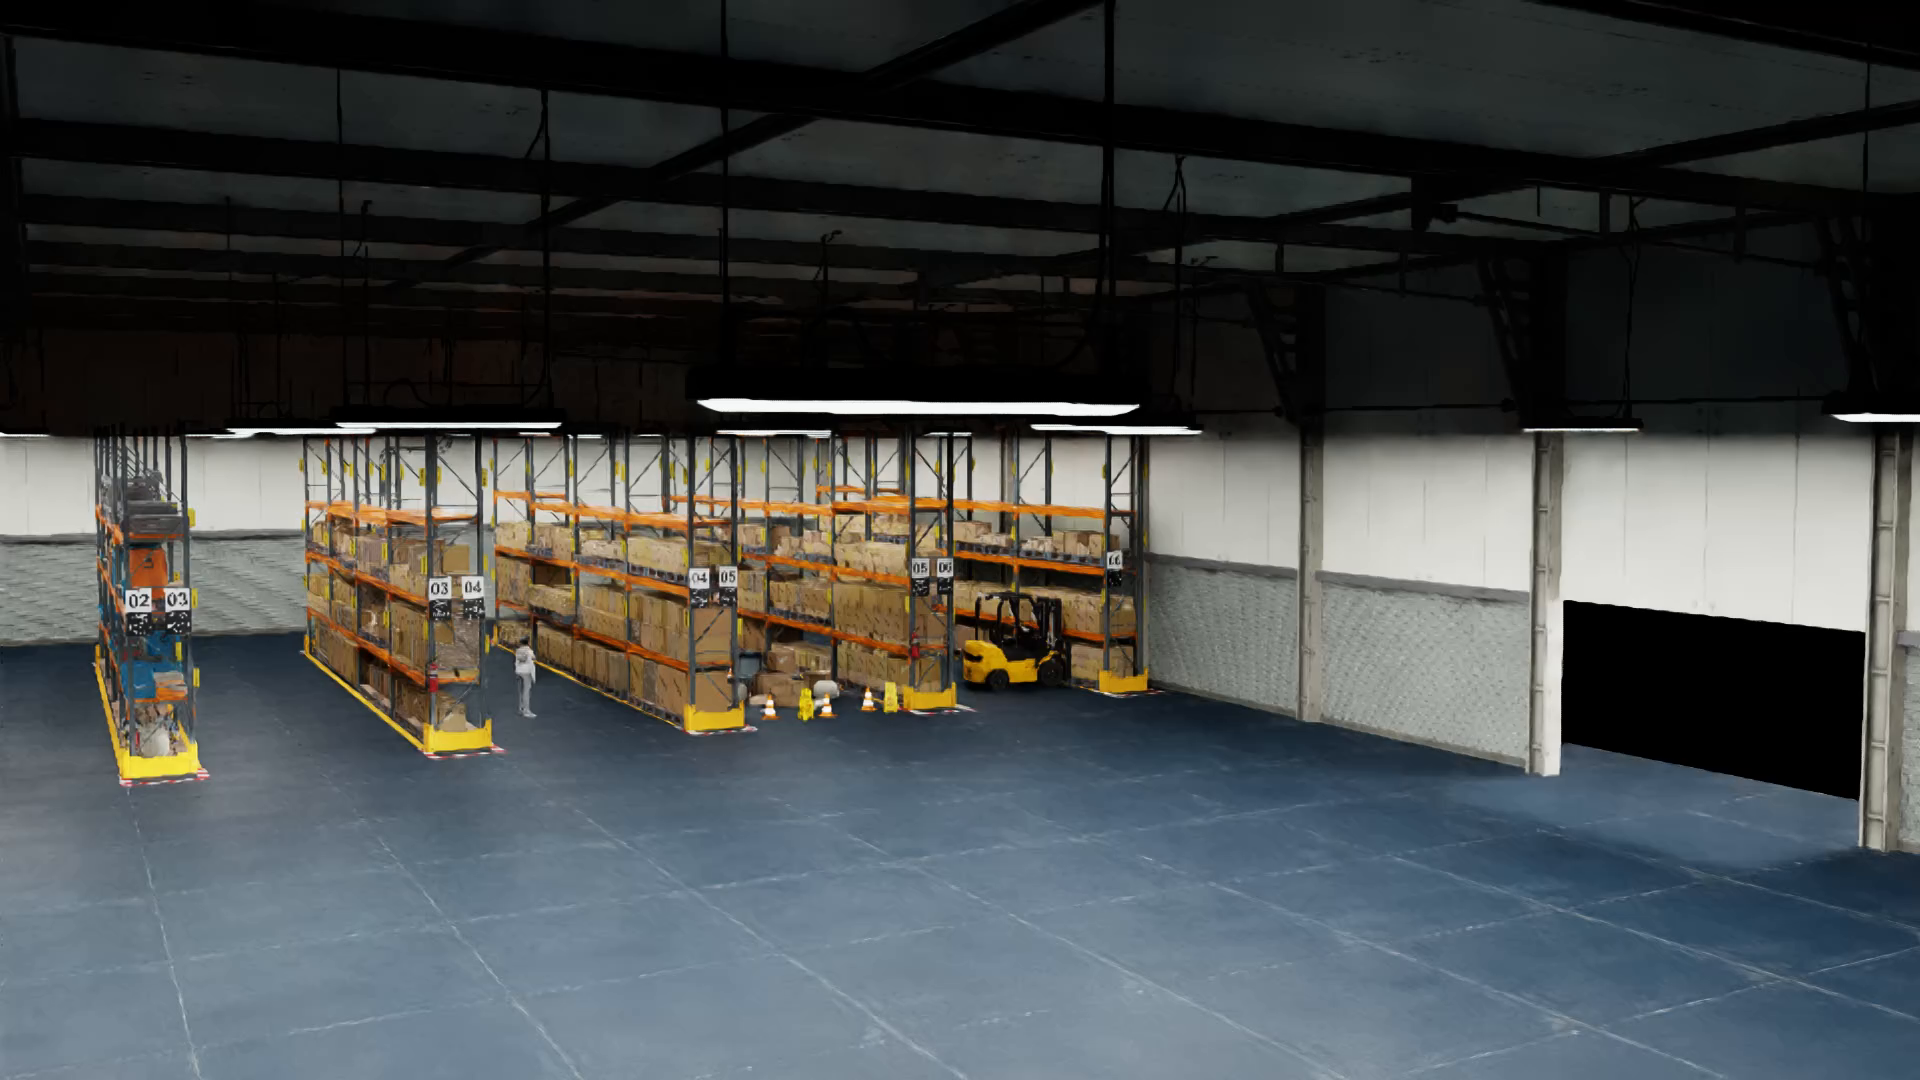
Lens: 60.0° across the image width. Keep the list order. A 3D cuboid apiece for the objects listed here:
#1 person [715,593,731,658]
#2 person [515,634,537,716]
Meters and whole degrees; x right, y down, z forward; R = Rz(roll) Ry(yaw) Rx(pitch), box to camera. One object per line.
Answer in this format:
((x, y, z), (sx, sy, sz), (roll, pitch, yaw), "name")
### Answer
((-6.180, 2.235, 42.664), (0.574, 1.785, 0.664), (0, 3, -8), "person")
((-8.967, 2.792, 34.403), (0.553, 1.671, 0.433), (2, 4, 34), "person")
